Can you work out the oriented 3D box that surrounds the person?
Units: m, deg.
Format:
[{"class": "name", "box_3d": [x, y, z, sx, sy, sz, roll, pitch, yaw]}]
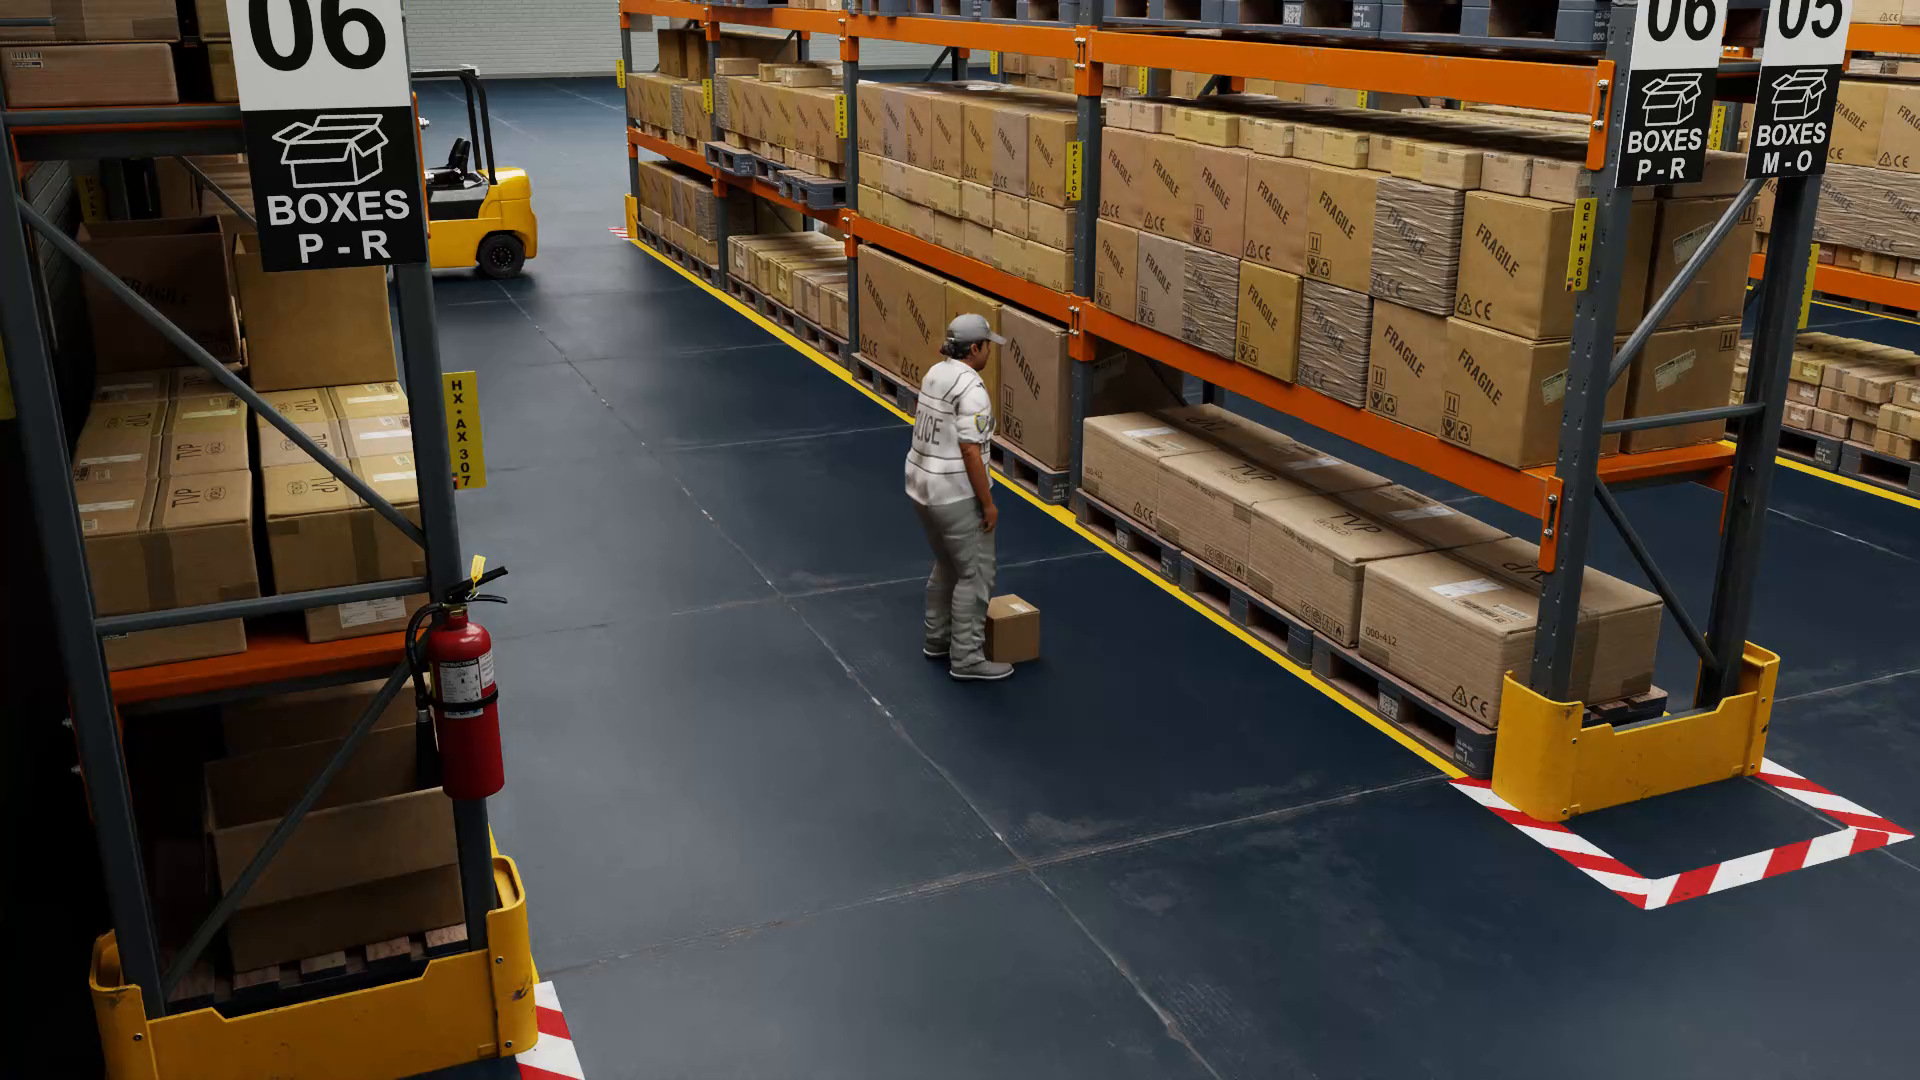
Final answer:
[{"class": "person", "box_3d": [0.009, -0.207, 7.655, 0.465, 1.667, 0.561, -9, 21, -24]}]
